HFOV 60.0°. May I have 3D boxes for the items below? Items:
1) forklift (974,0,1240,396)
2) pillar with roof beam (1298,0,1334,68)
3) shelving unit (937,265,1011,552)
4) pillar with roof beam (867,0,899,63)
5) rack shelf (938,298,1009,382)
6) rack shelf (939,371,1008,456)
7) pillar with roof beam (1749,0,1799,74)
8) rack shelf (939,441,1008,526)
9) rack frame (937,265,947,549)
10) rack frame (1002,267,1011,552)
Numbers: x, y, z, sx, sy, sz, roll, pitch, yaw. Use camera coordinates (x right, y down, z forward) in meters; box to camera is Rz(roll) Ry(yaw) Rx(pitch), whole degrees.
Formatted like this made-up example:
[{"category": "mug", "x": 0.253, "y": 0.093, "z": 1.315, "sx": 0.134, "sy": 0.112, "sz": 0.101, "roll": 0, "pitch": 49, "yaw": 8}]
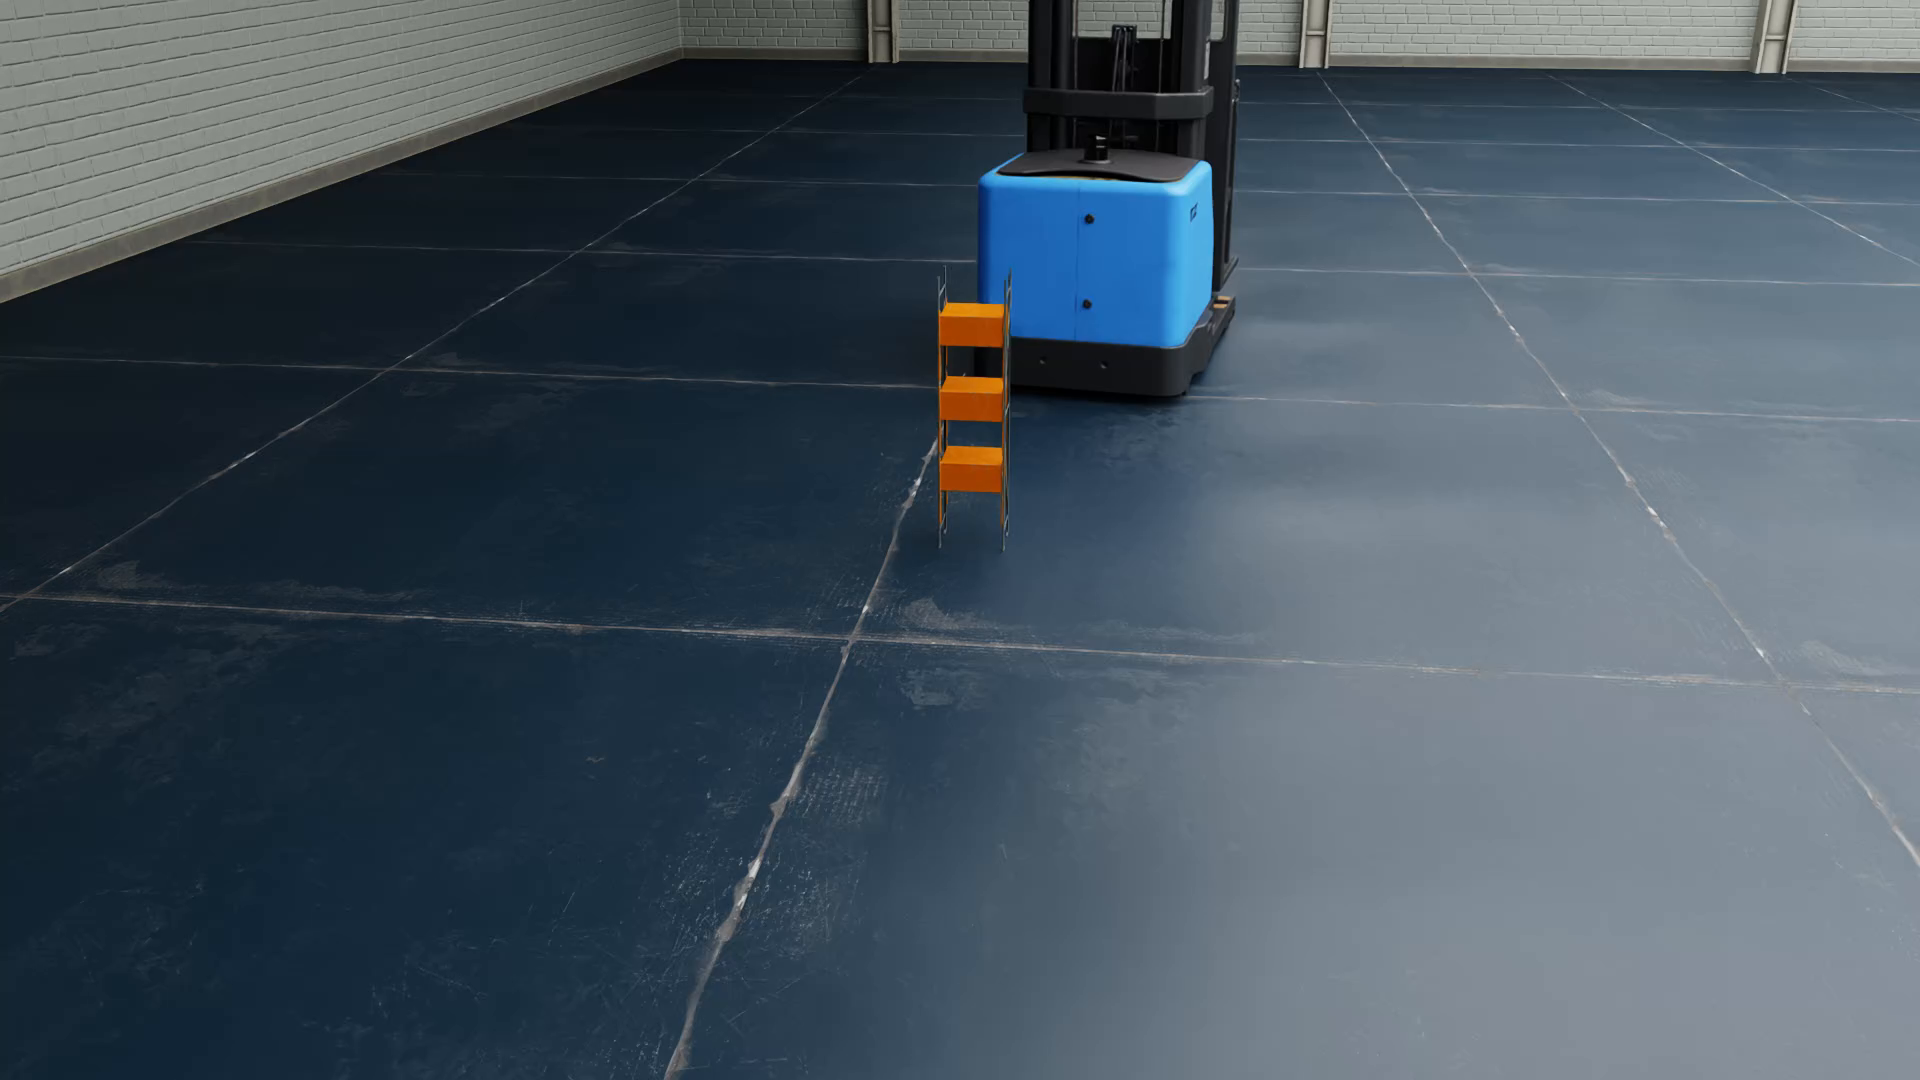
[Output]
[{"category": "forklift", "x": 0.963, "y": -2.564, "z": 8.939, "sx": 1.130, "sy": 2.935, "sz": 3.031, "roll": 6, "pitch": 22, "yaw": 15}, {"category": "pillar with roof beam", "x": 4.370, "y": -9.154, "z": 17.355, "sx": 0.400, "sy": 9.000, "sz": 9.100, "roll": 2, "pitch": 22, "yaw": 6}, {"category": "shelving unit", "x": 0.053, "y": -0.486, "z": 6.241, "sx": 0.252, "sy": 1.050, "sz": 0.215, "roll": 2, "pitch": 22, "yaw": 6}, {"category": "pillar with roof beam", "x": -1.589, "y": -9.414, "z": 18.011, "sx": 0.400, "sy": 9.000, "sz": 9.100, "roll": 2, "pitch": 22, "yaw": 6}, {"category": "rack shelf", "x": 0.053, "y": -0.740, "z": 6.141, "sx": 0.240, "sy": 0.259, "sz": 0.215, "roll": 2, "pitch": 22, "yaw": 6}, {"category": "rack shelf", "x": 0.053, "y": -0.476, "z": 6.245, "sx": 0.240, "sy": 0.259, "sz": 0.215, "roll": 2, "pitch": 22, "yaw": 6}, {"category": "pillar with roof beam", "x": 10.328, "y": -8.894, "z": 16.698, "sx": 0.400, "sy": 9.000, "sz": 9.100, "roll": 2, "pitch": 22, "yaw": 6}, {"category": "rack shelf", "x": 0.053, "y": -0.218, "z": 6.347, "sx": 0.240, "sy": 0.259, "sz": 0.215, "roll": 2, "pitch": 22, "yaw": 6}, {"category": "rack frame", "x": -0.068, "y": -0.491, "z": 6.254, "sx": 0.008, "sy": 1.050, "sz": 0.200, "roll": 2, "pitch": 22, "yaw": 6}, {"category": "rack frame", "x": 0.174, "y": -0.481, "z": 6.228, "sx": 0.008, "sy": 1.050, "sz": 0.200, "roll": 2, "pitch": 22, "yaw": 6}]
